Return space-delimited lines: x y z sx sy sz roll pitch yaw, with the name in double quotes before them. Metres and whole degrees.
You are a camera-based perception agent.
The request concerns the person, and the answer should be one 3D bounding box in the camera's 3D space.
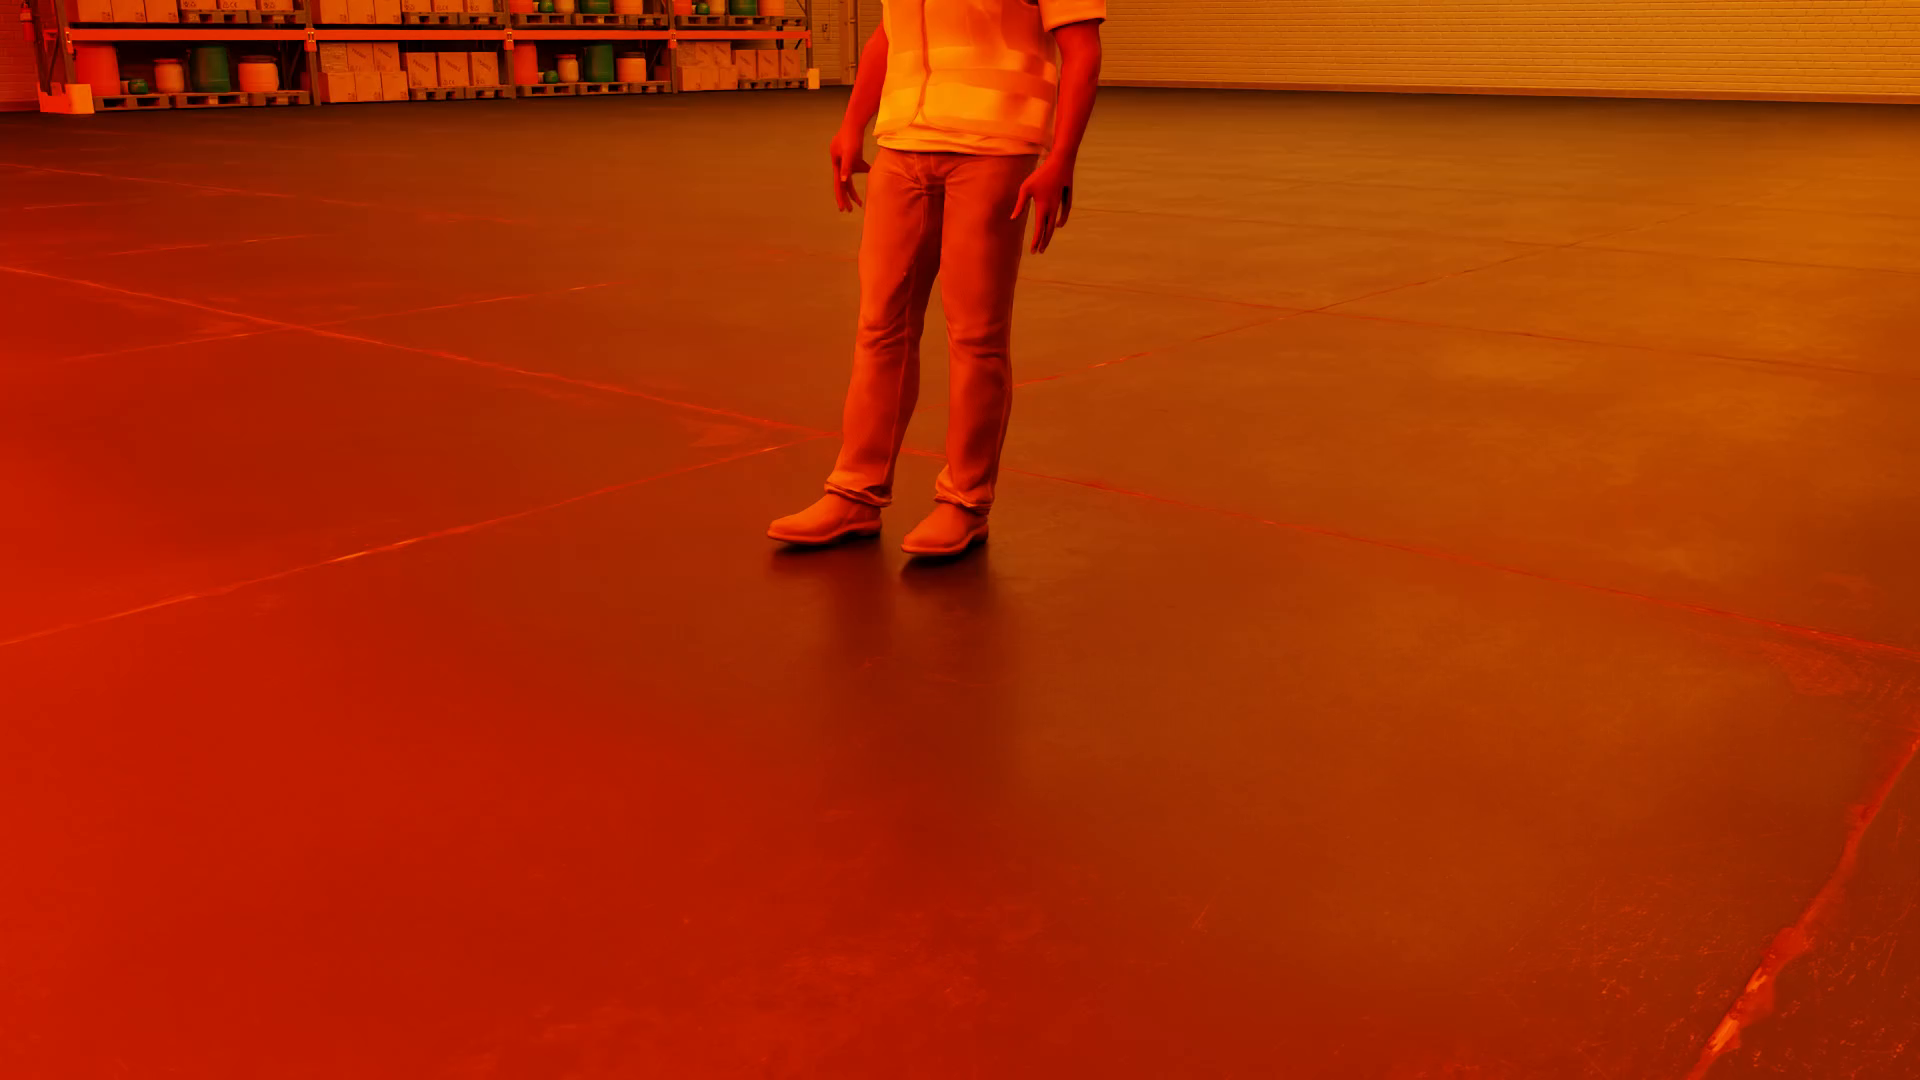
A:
"person" -0.049 -0.838 3.636 0.665 1.765 0.577 13 21 37
